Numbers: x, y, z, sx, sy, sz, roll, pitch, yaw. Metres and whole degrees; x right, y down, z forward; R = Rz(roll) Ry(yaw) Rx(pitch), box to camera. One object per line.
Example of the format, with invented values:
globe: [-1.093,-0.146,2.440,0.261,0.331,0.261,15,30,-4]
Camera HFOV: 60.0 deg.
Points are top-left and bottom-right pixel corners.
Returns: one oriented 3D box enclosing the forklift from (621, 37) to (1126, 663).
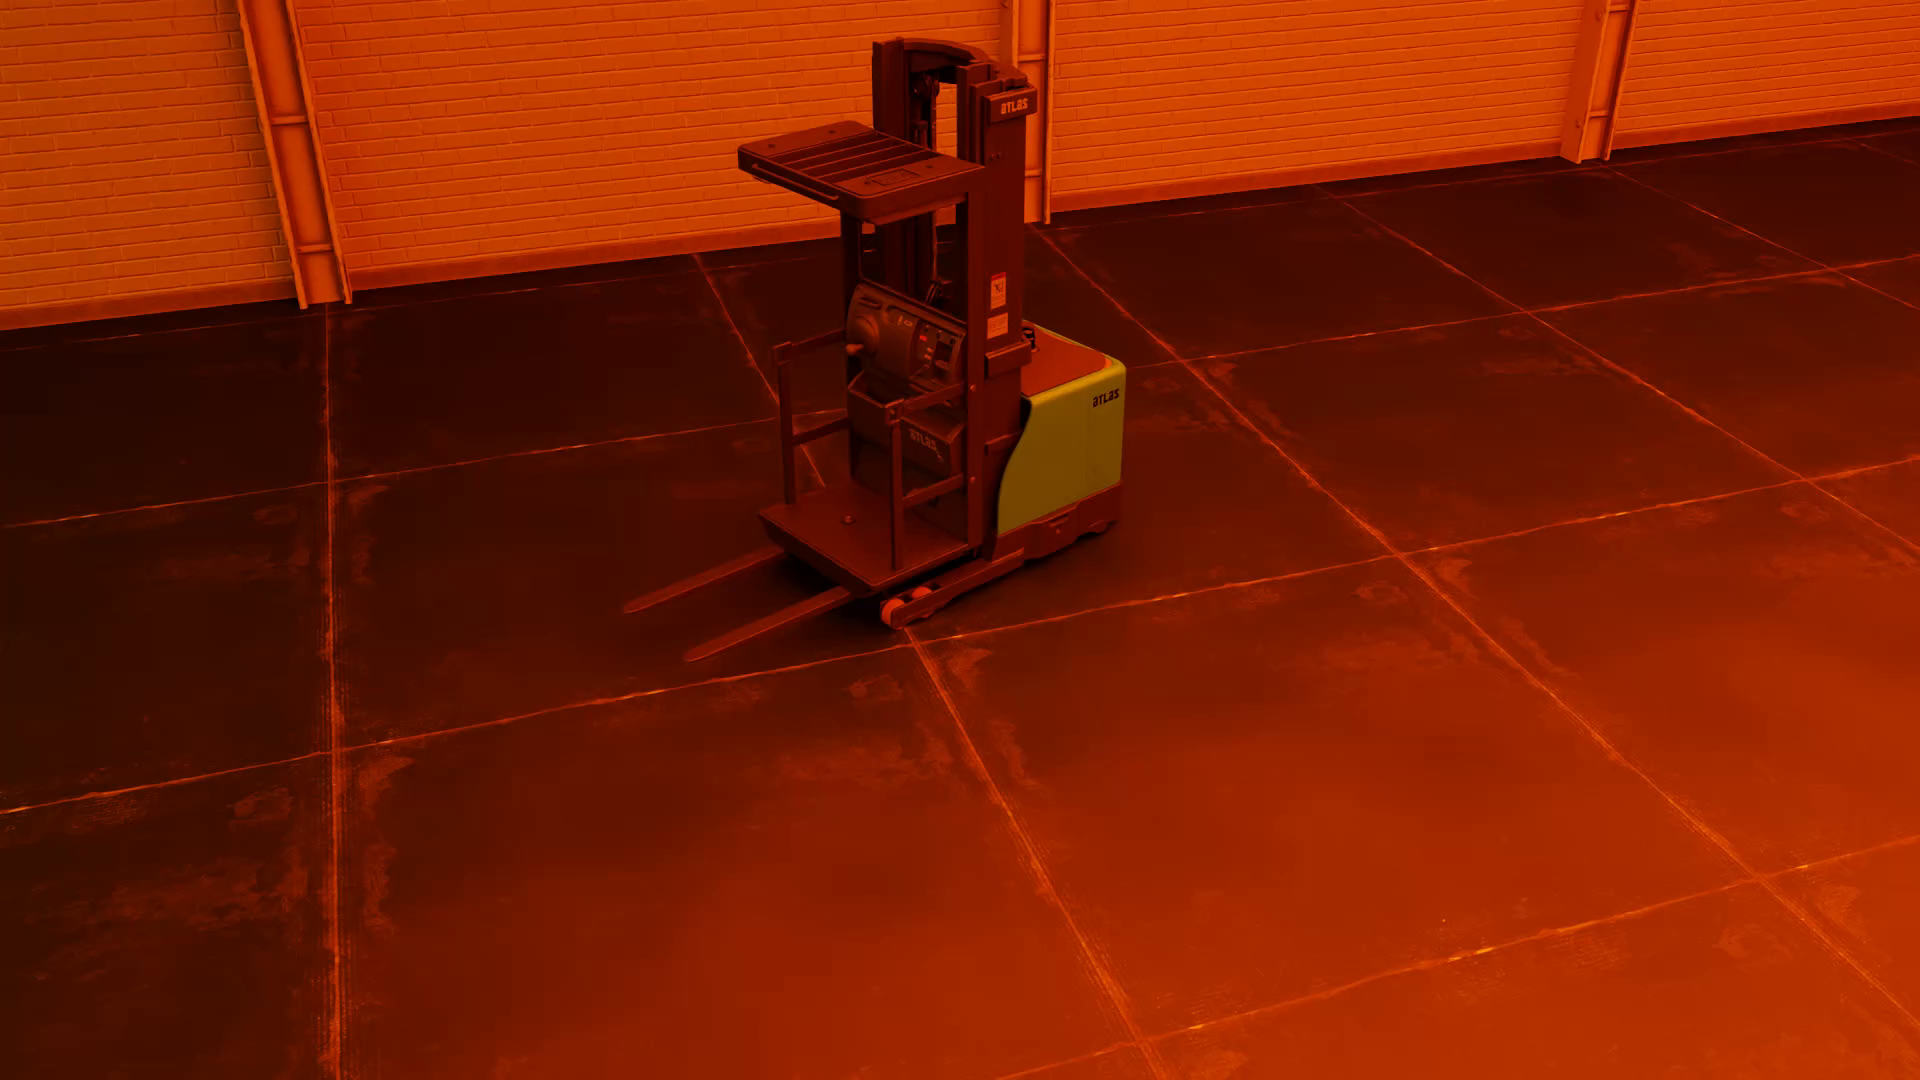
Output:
forklift: [-0.461,-1.072,8.951,3.031,2.935,1.130,-23,37,-34]
